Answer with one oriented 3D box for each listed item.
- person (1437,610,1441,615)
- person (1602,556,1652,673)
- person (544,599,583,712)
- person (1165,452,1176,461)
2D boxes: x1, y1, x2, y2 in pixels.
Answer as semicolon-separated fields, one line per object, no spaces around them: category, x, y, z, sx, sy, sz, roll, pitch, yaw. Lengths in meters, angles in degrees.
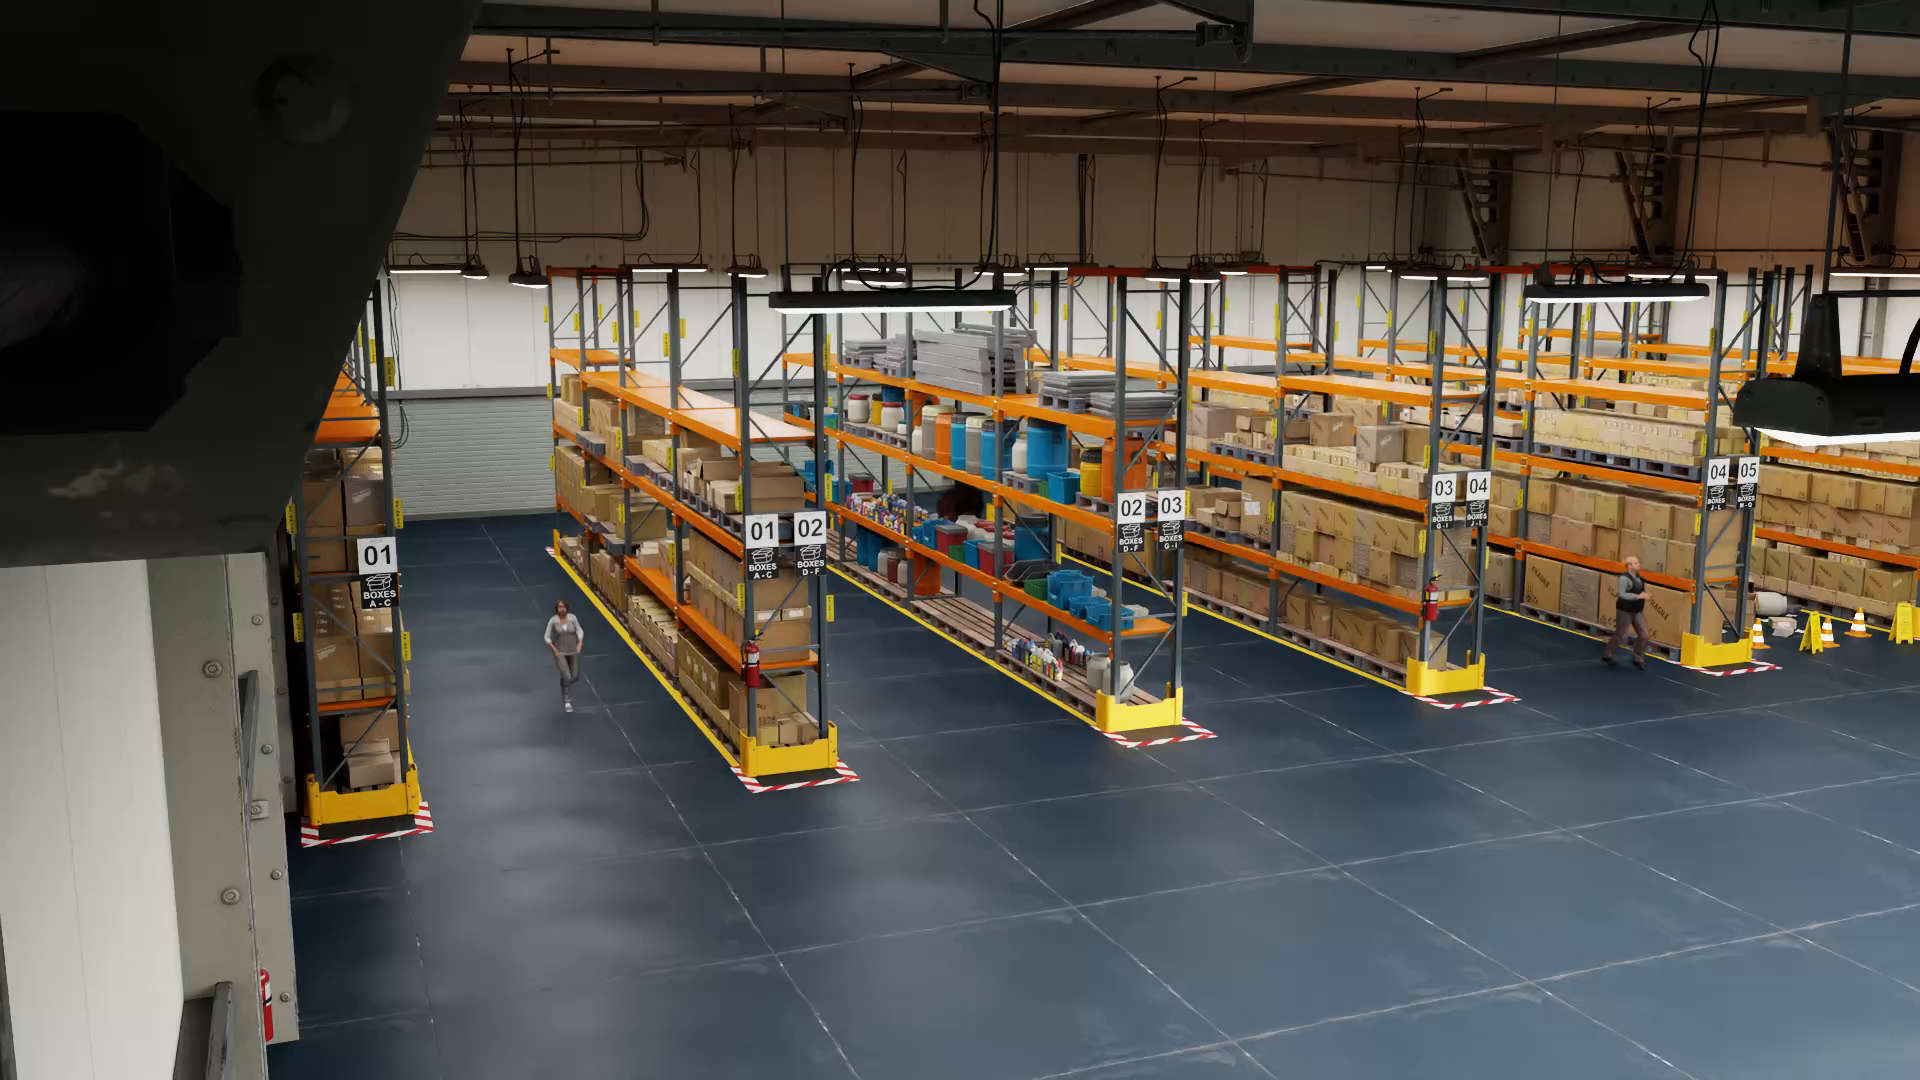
person;8.390;0.439;29.106;0.701;1.744;0.609;-4;11;-24
person;10.146;1.131;25.218;0.662;1.796;0.714;-8;12;-37
person;-5.506;1.581;23.145;0.536;1.568;0.506;-5;11;-25
person;5.128;-1.678;41.473;0.547;1.680;0.765;-3;10;-16
